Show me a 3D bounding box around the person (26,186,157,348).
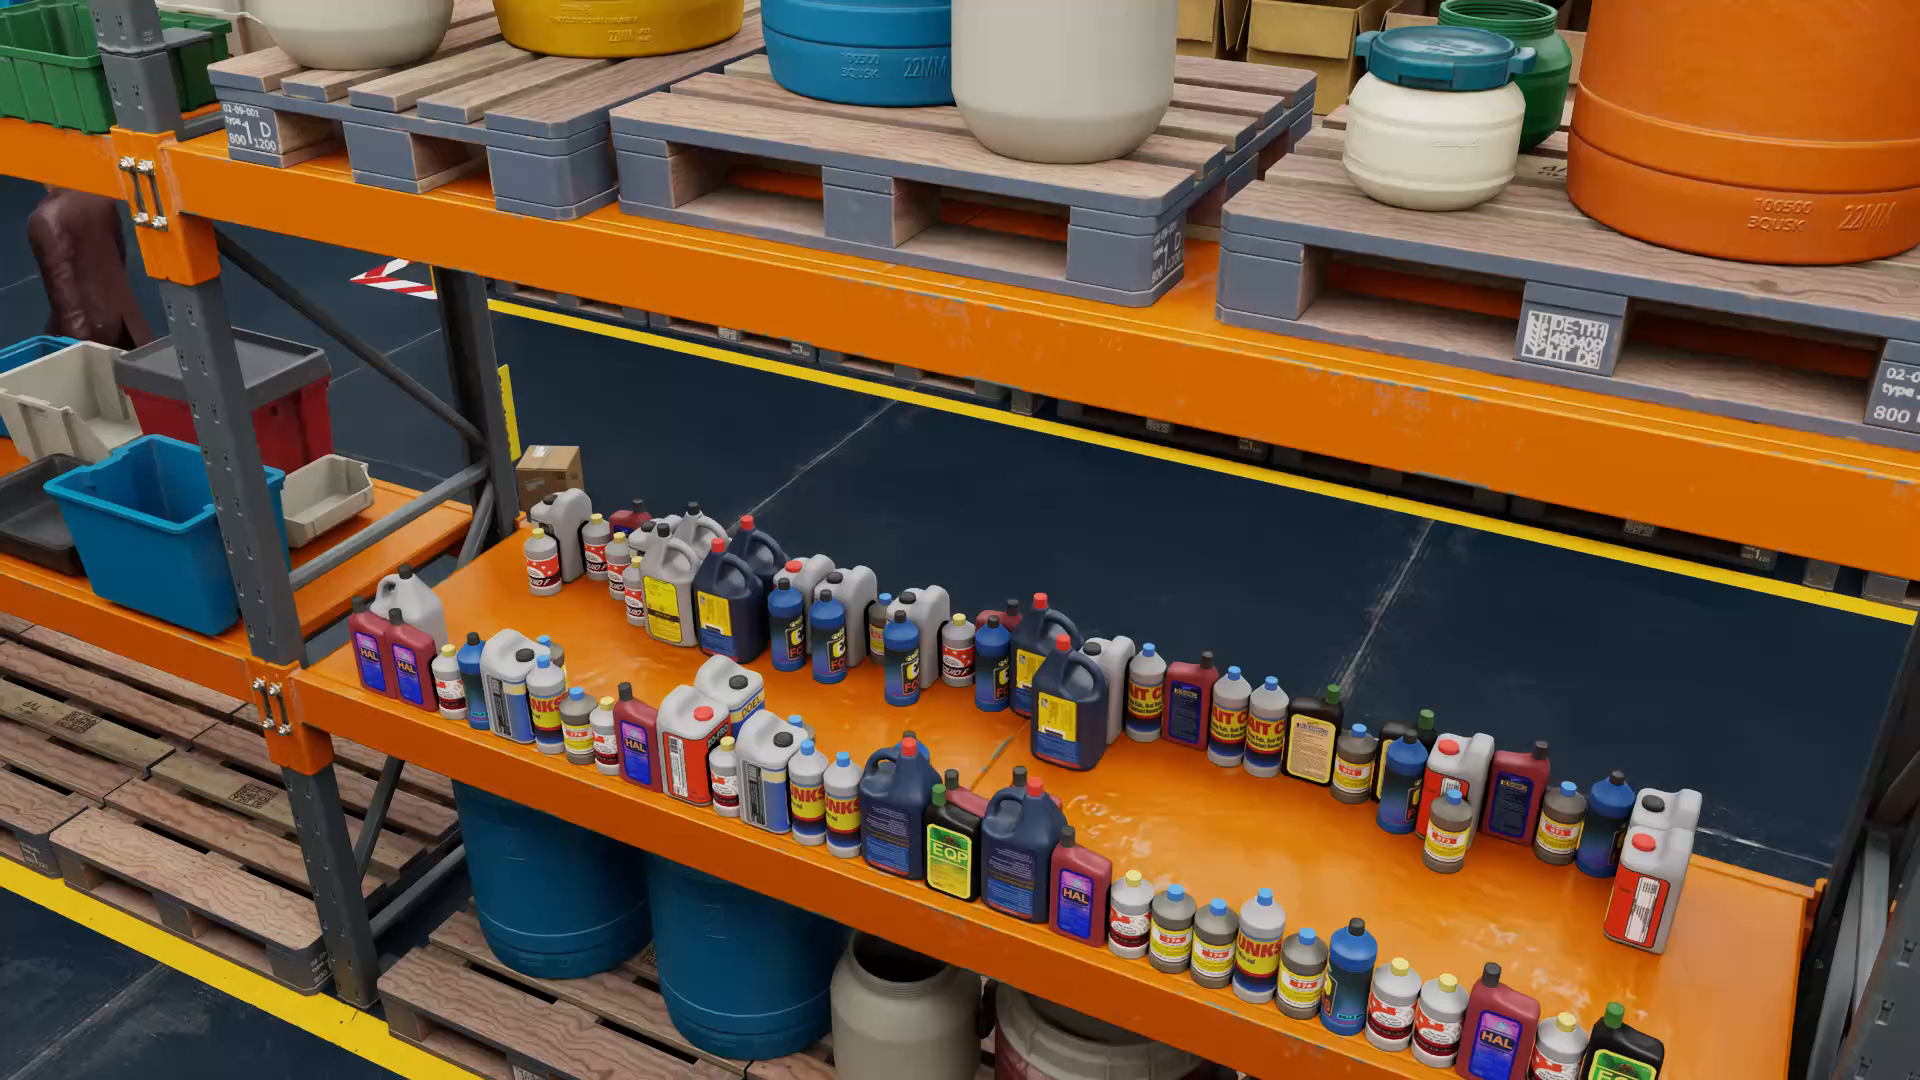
[{"bbox_3d":[-4.207,-1.228,7.976,0.484,0.896,0.656,8,31,14],"label":"person"}]
